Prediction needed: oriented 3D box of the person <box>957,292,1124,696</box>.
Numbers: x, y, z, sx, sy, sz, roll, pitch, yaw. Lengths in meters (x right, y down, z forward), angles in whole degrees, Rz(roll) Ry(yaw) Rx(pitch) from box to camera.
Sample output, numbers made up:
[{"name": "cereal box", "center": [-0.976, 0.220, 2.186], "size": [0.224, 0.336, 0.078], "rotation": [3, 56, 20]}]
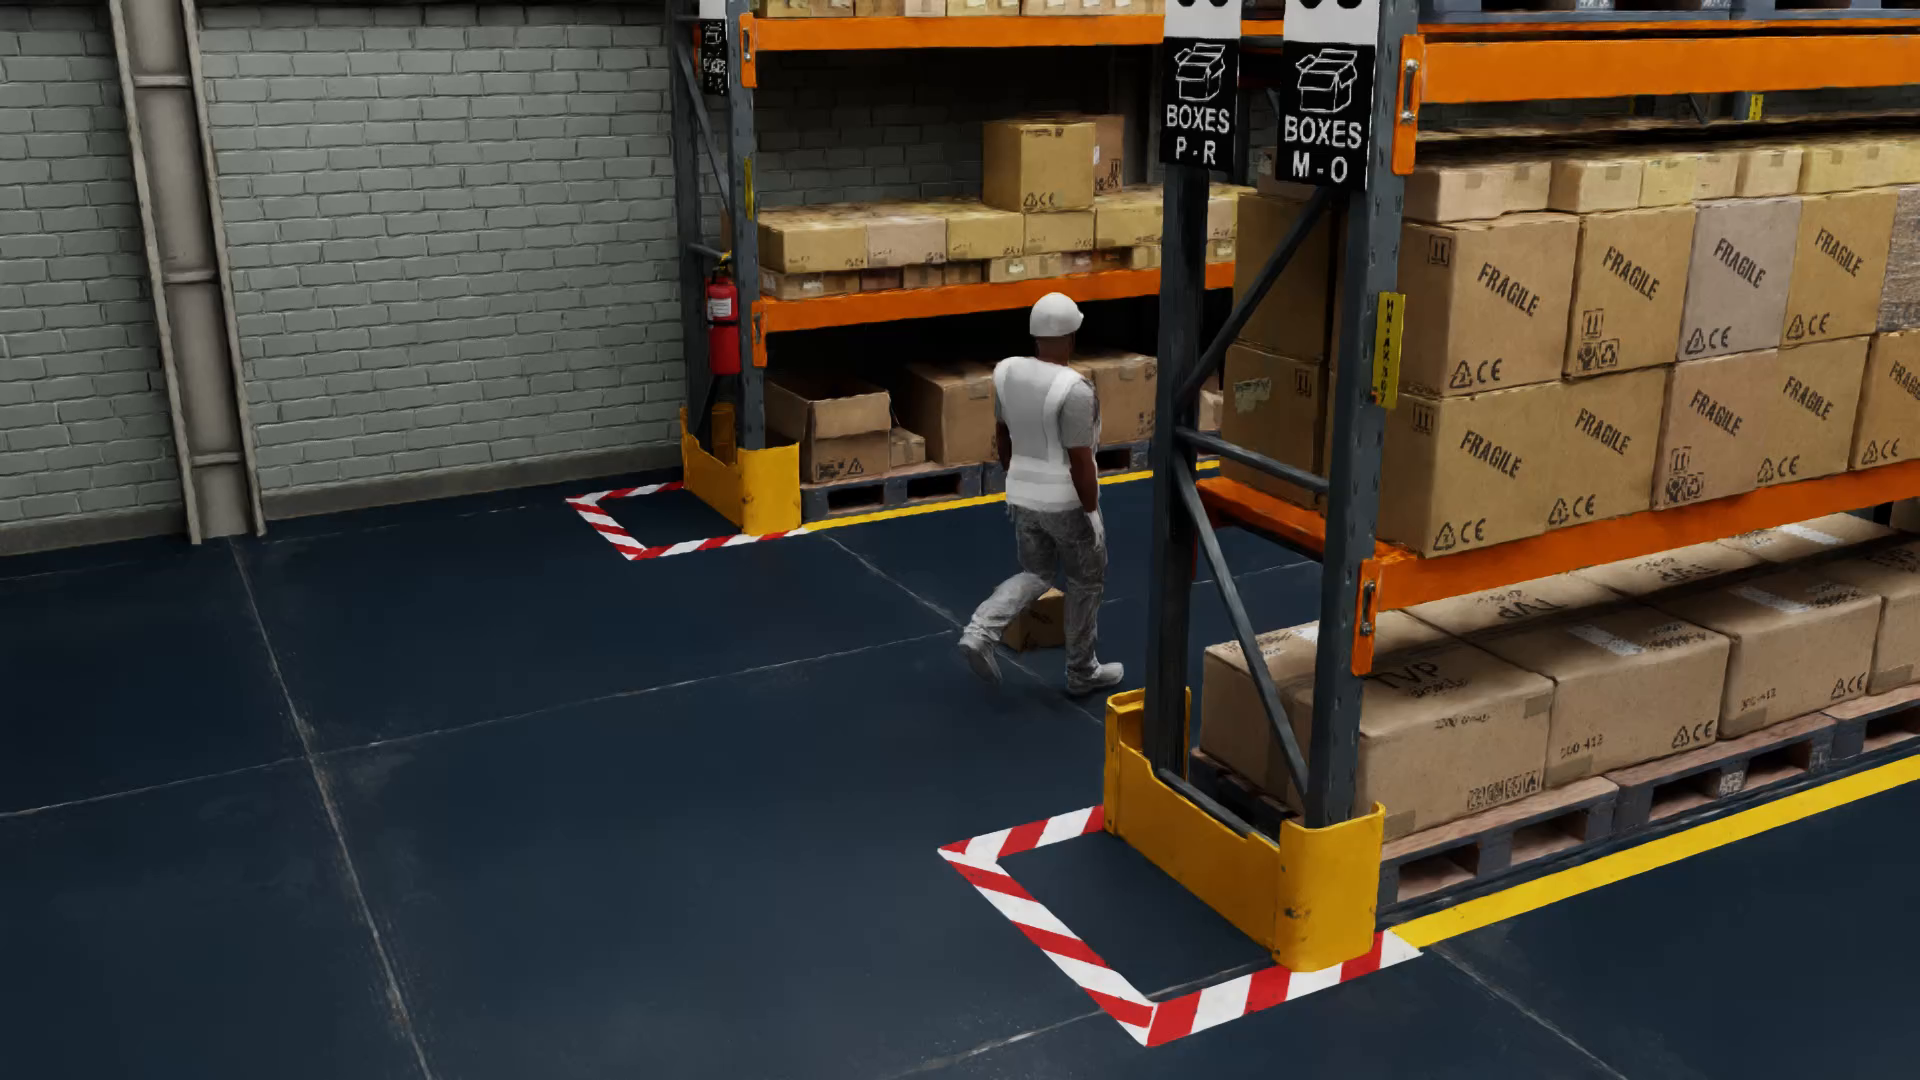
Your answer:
[{"name": "person", "center": [0.363, -0.163, 7.034], "size": [0.783, 1.772, 0.598], "rotation": [-15, 23, -38]}]
